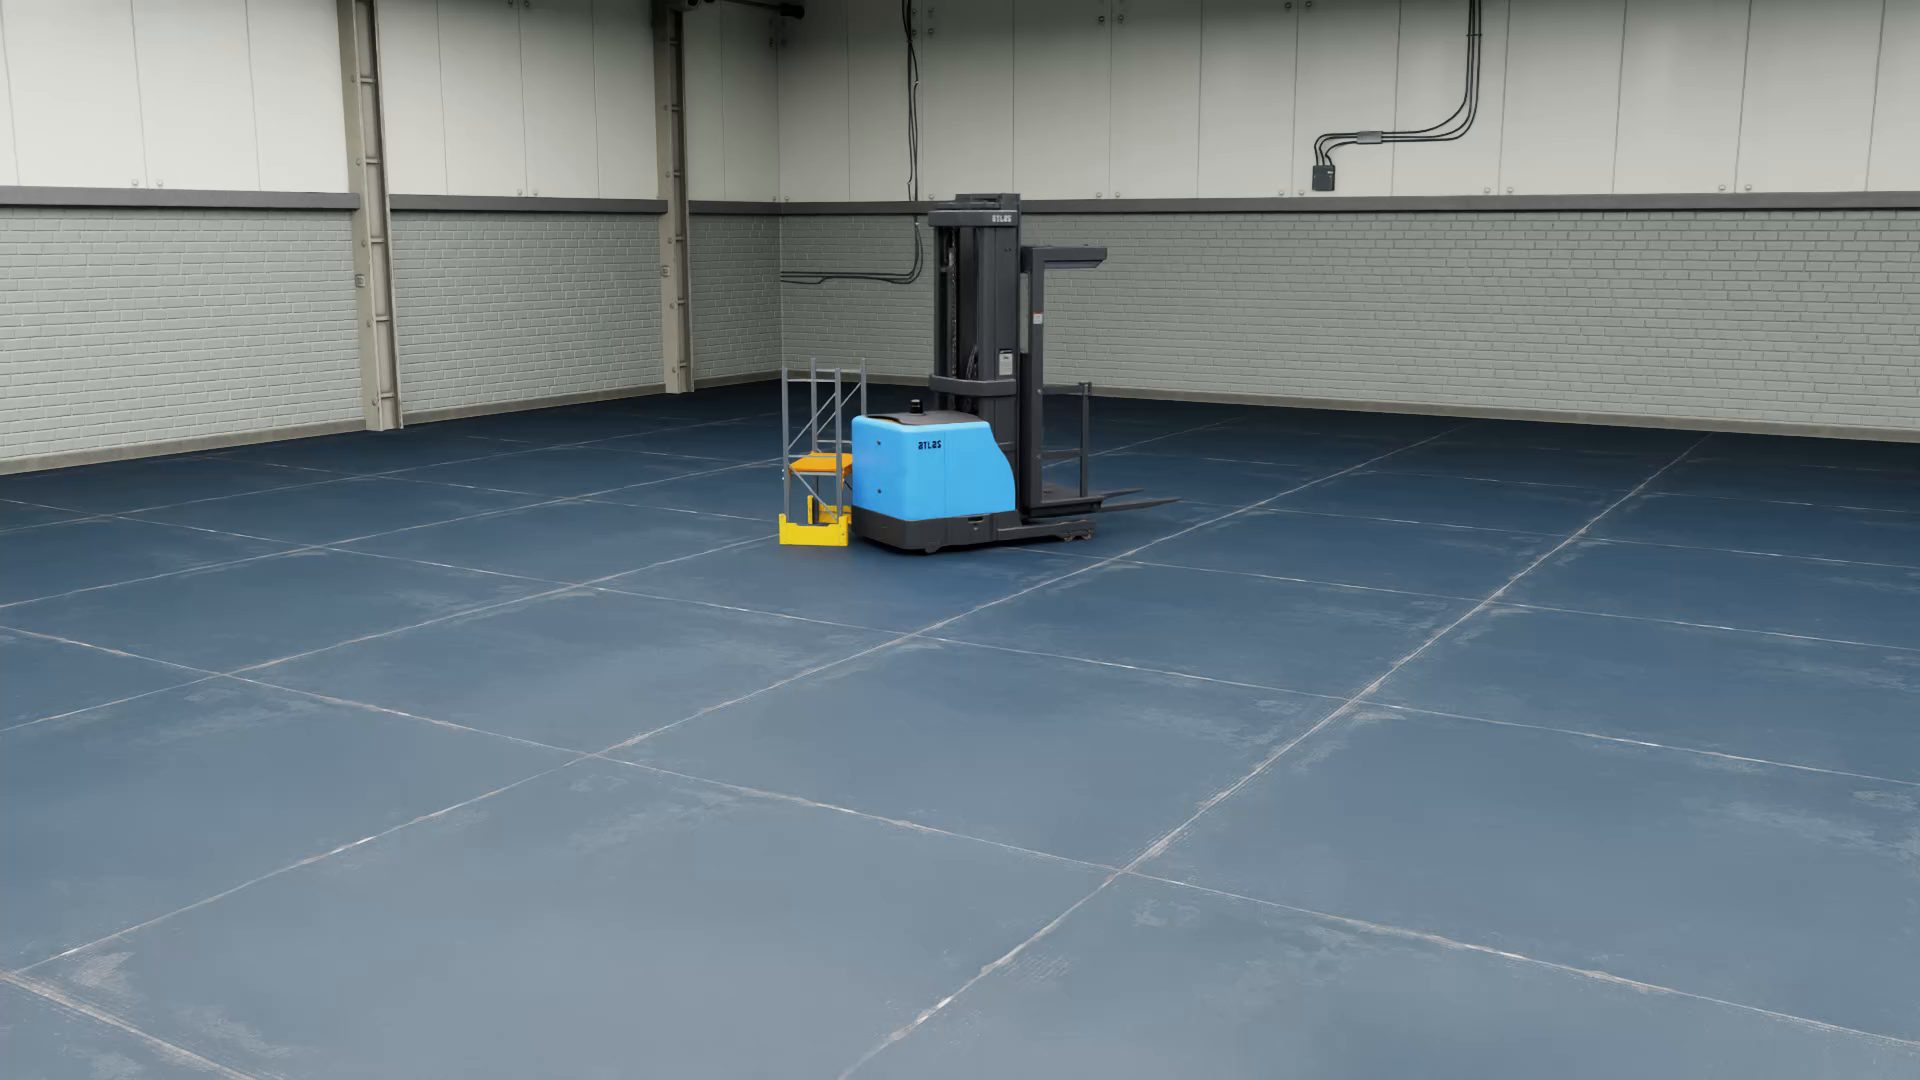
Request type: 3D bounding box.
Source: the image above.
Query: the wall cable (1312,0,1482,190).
[{"bbox_3d":[6.144,-7.958,23.182,2.305,6.003,0.169,6,12,31],"label":"wall cable"}]

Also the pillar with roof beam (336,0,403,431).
[{"bbox_3d":[-4.057,-5.504,19.316,9.100,9.000,0.400,6,12,31],"label":"pillar with roof beam"}]

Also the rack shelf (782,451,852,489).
[{"bbox_3d":[-1.167,-0.617,14.566,0.538,0.185,1.000,2,11,9],"label":"rack shelf"}]

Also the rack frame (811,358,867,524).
[{"bbox_3d":[-1.089,-0.886,15.026,0.500,1.500,0.032,2,11,9],"label":"rack frame"}]

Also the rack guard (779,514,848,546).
[{"bbox_3d":[-1.245,-0.087,14.155,0.587,0.250,0.087,2,11,9],"label":"rack guard"}]

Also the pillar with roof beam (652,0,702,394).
[{"bbox_3d":[-0.942,-6.448,24.356,9.100,9.000,0.548,6,12,31],"label":"pillar with roof beam"}]

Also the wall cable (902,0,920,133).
[{"bbox_3d":[0.350,-7.894,26.794,3.097,2.526,0.112,6,12,31],"label":"wall cable"}]

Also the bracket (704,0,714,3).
[{"bbox_3d":[-4.102,-8.660,26.389,0.235,0.232,0.430,6,12,31],"label":"bracket"}]

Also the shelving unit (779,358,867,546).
[{"bbox_3d":[-1.168,-0.792,14.524,0.587,1.500,1.083,2,11,9],"label":"shelving unit"}]

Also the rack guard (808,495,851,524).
[{"bbox_3d":[-1.092,-0.268,15.122,0.587,0.250,0.087,2,11,9],"label":"rack guard"}]

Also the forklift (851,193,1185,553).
[{"bbox_3d":[0.587,-1.511,14.475,3.031,2.935,1.130,-6,12,-31],"label":"forklift"}]

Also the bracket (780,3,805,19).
[{"bbox_3d":[-2.872,-9.033,28.380,0.235,0.232,0.430,6,12,31],"label":"bracket"}]

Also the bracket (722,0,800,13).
[{"bbox_3d":[-3.179,-8.940,27.884,0.076,0.066,3.189,6,12,31],"label":"bracket"}]

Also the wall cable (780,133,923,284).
[{"bbox_3d":[-1.962,-5.670,28.639,3.097,2.526,0.112,6,12,31],"label":"wall cable"}]

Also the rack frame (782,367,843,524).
[{"bbox_3d":[-1.245,-0.701,14.039,0.500,1.500,0.032,2,11,9],"label":"rack frame"}]
